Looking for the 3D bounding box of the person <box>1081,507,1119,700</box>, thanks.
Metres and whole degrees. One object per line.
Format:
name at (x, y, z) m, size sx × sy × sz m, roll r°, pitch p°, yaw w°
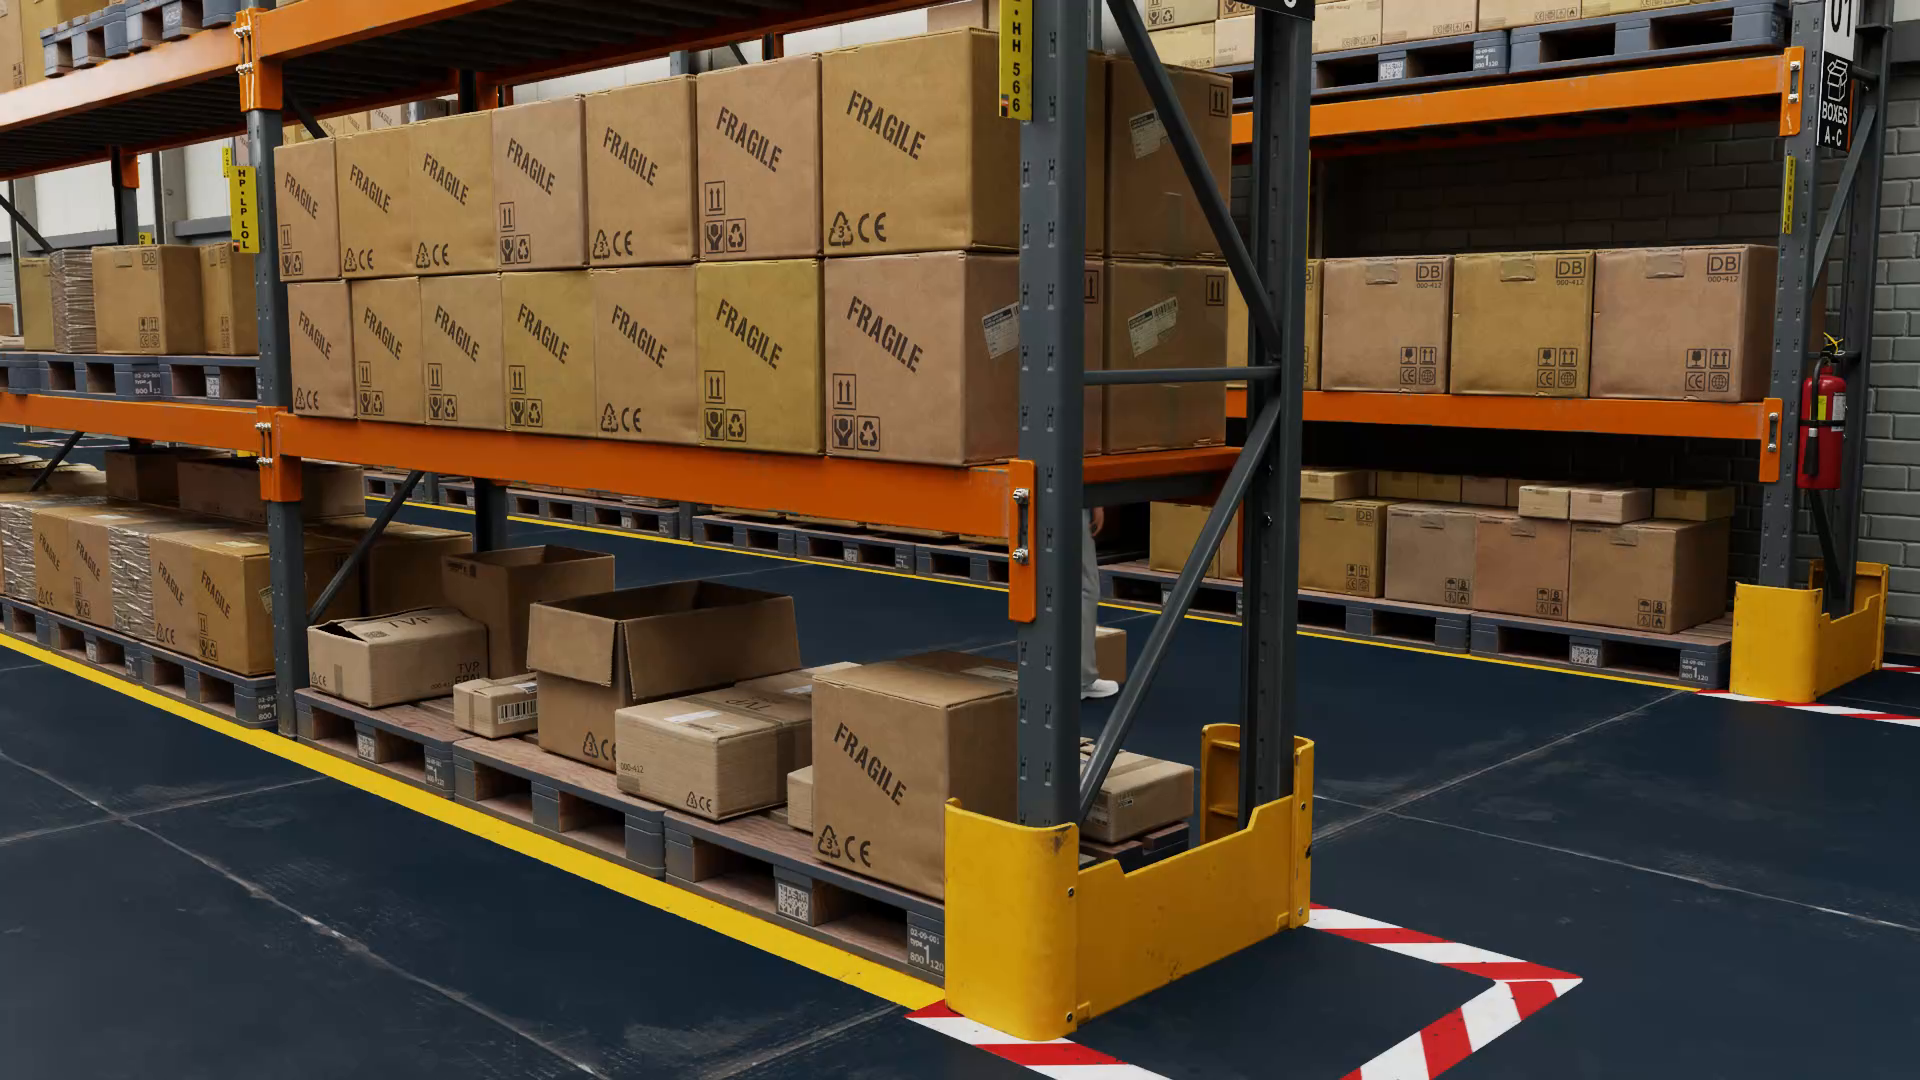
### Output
person at (0.430, -0.129, 7.392) m, size 0.497 × 1.650 × 0.362 m, roll 6°, pitch 9°, yaw 41°
